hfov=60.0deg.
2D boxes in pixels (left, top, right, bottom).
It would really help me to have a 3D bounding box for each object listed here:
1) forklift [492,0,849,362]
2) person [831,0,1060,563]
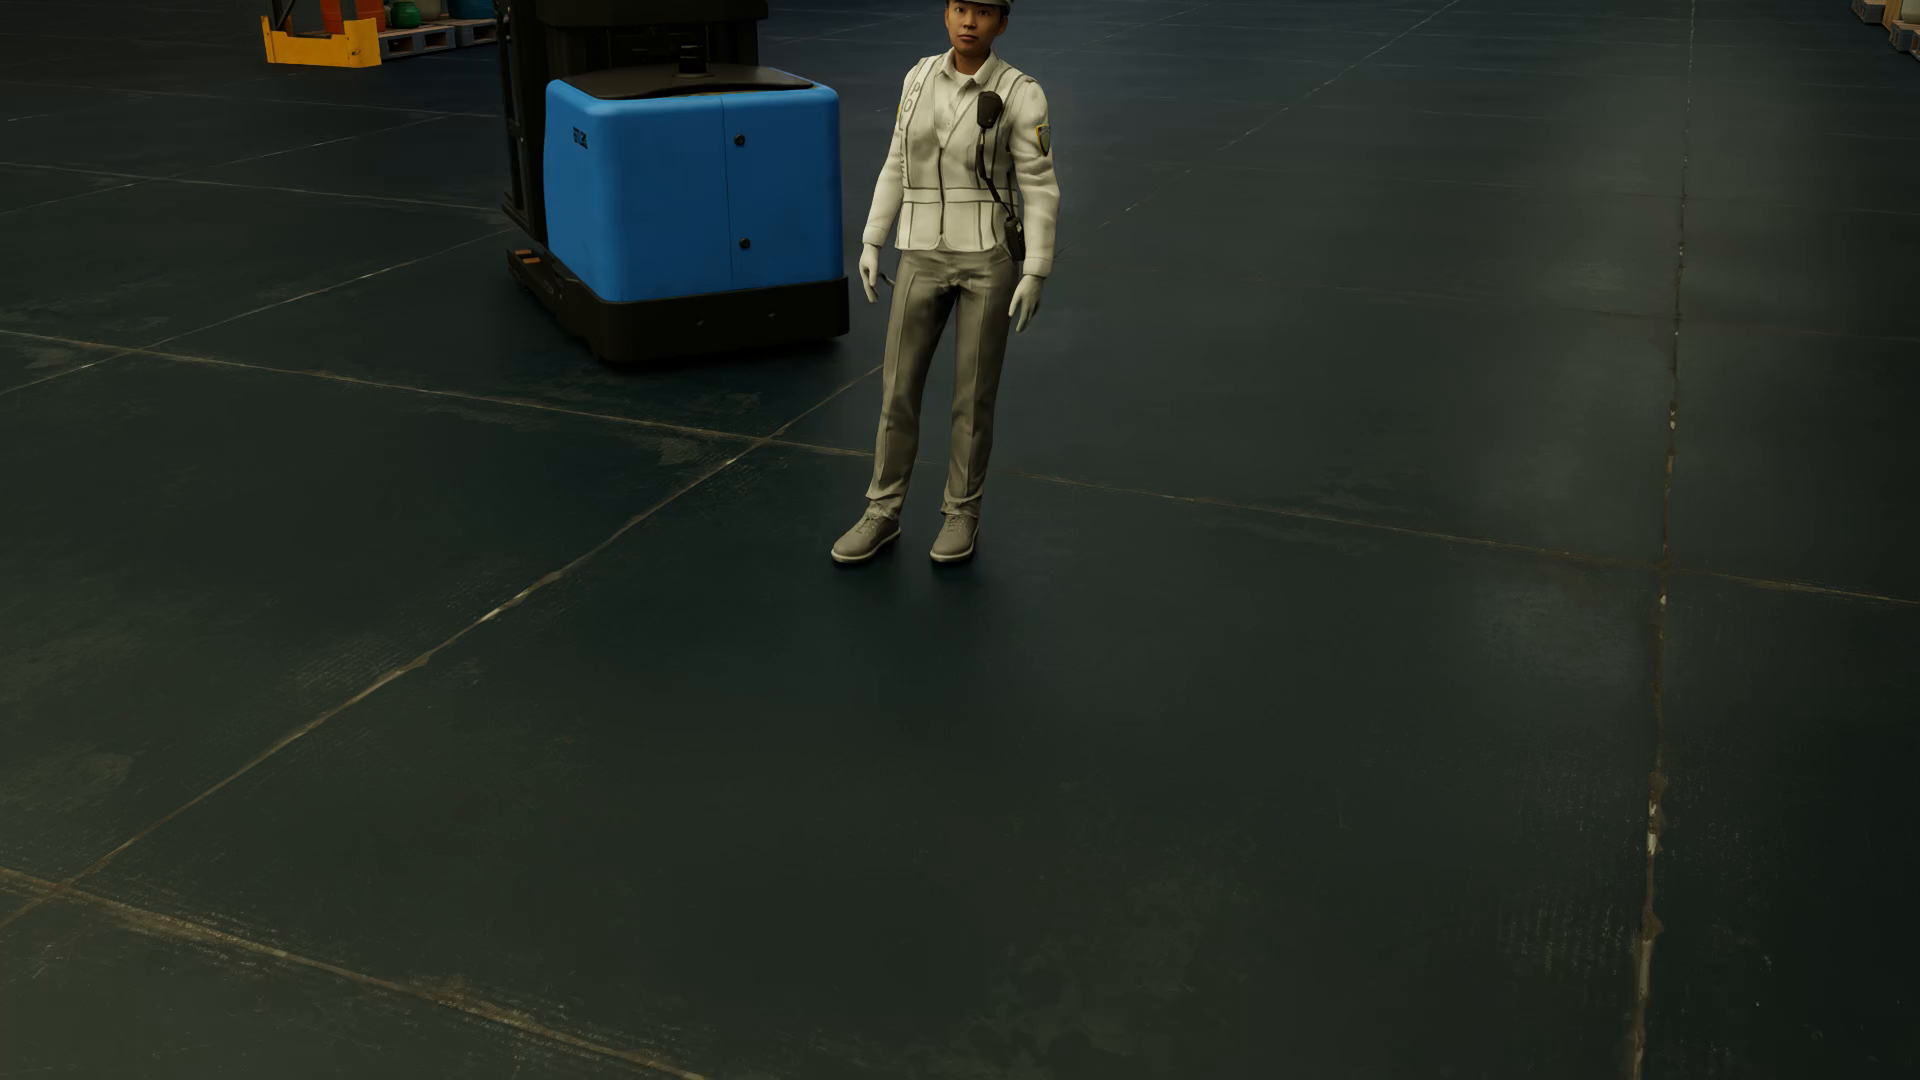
[{"bbox_3d":[-1.547,-2.591,7.492,1.130,2.935,3.031,-10,25,-23],"label":"forklift"},{"bbox_3d":[-0.033,-0.765,4.707,0.586,1.694,0.530,9,24,21],"label":"person"}]
